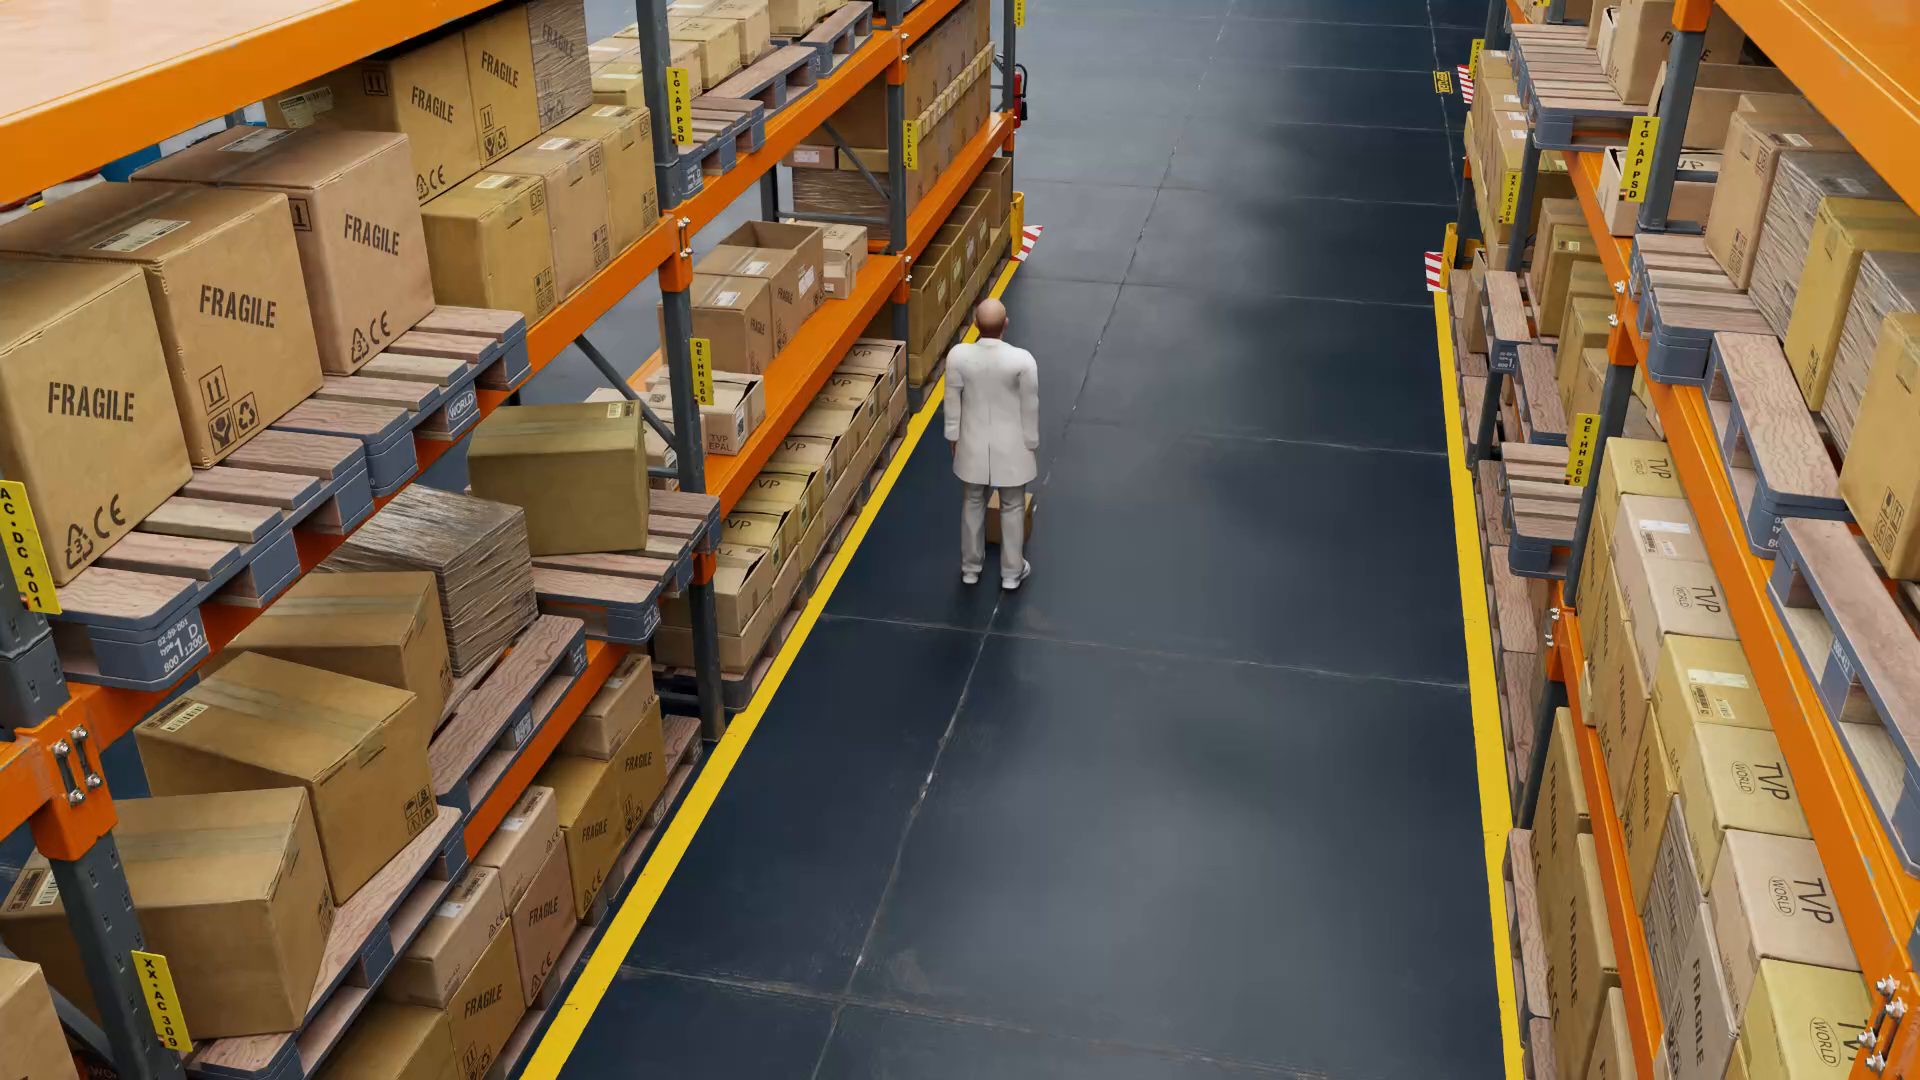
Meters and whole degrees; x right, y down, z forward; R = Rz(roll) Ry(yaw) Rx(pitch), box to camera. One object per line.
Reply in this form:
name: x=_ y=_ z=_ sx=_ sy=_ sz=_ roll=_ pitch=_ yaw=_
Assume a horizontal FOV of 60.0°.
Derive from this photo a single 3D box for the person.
person: x=0.185 y=-0.583 z=9.683 sx=0.555 sy=1.746 sz=0.364 roll=6 pitch=29 yaw=12
